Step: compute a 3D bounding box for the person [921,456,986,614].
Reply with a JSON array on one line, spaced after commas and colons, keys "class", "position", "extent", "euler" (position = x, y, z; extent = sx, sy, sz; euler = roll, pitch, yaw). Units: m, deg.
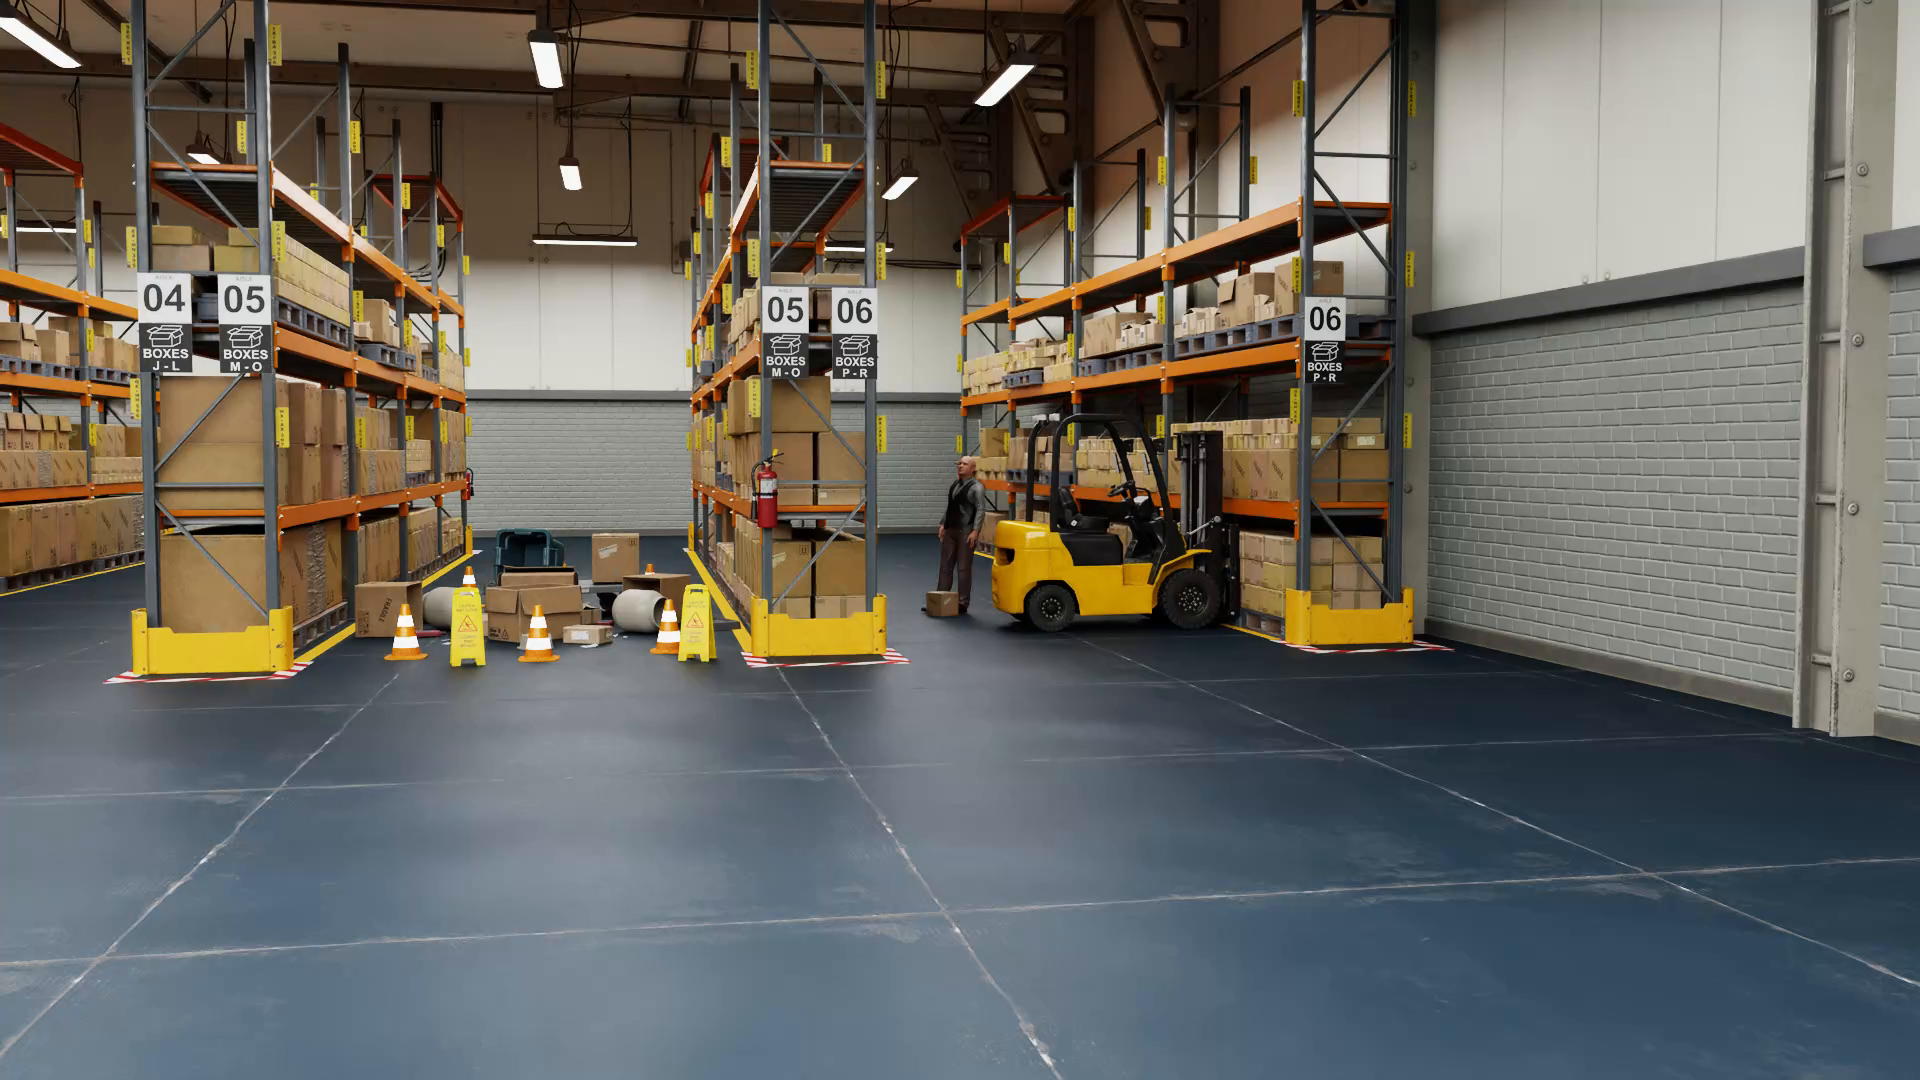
[{"class": "person", "position": [-0.041, -0.057, 18.259], "extent": [0.564, 1.724, 0.634], "euler": [-3, 4, -40]}]
